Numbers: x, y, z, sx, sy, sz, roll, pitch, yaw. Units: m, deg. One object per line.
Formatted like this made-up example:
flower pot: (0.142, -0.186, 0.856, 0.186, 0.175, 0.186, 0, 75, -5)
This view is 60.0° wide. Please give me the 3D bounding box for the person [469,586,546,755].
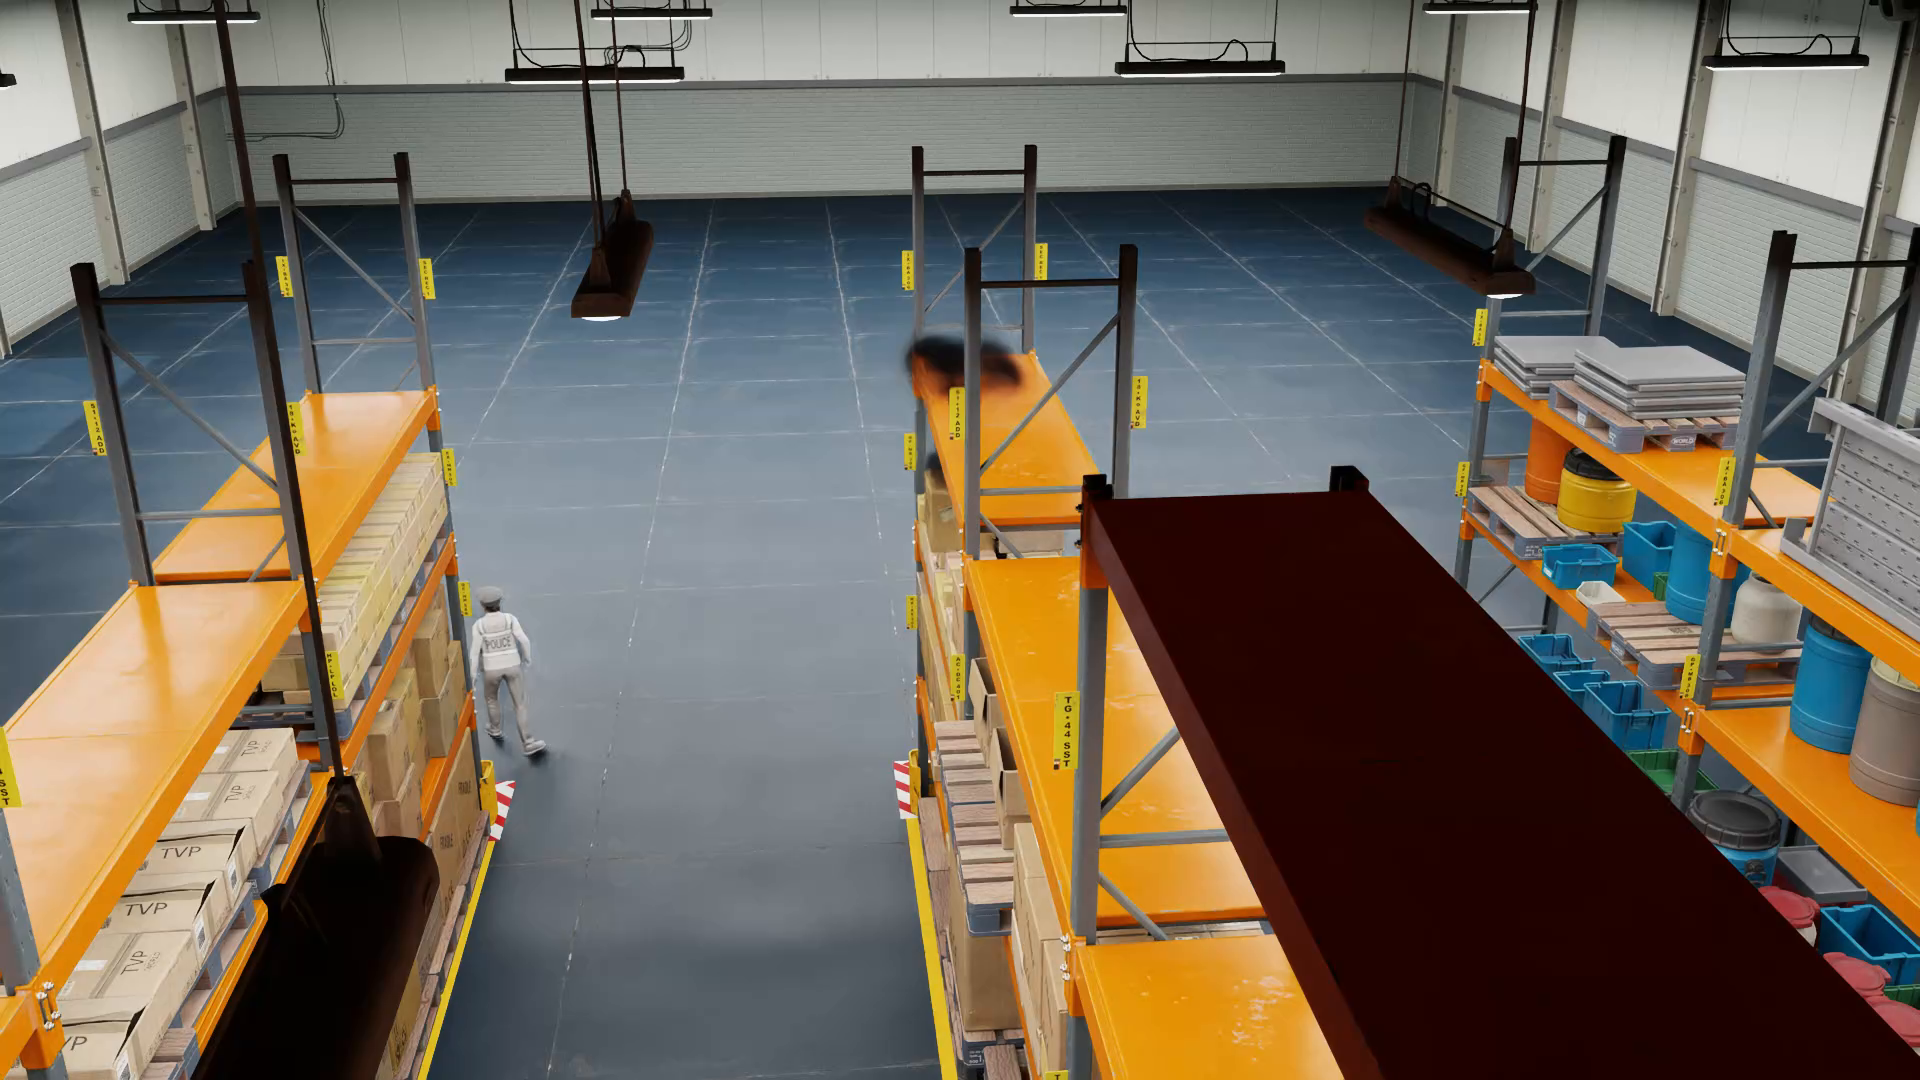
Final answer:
person: (-4.476, 1.267, 16.250, 0.628, 1.620, 0.866, -8, 23, -20)
